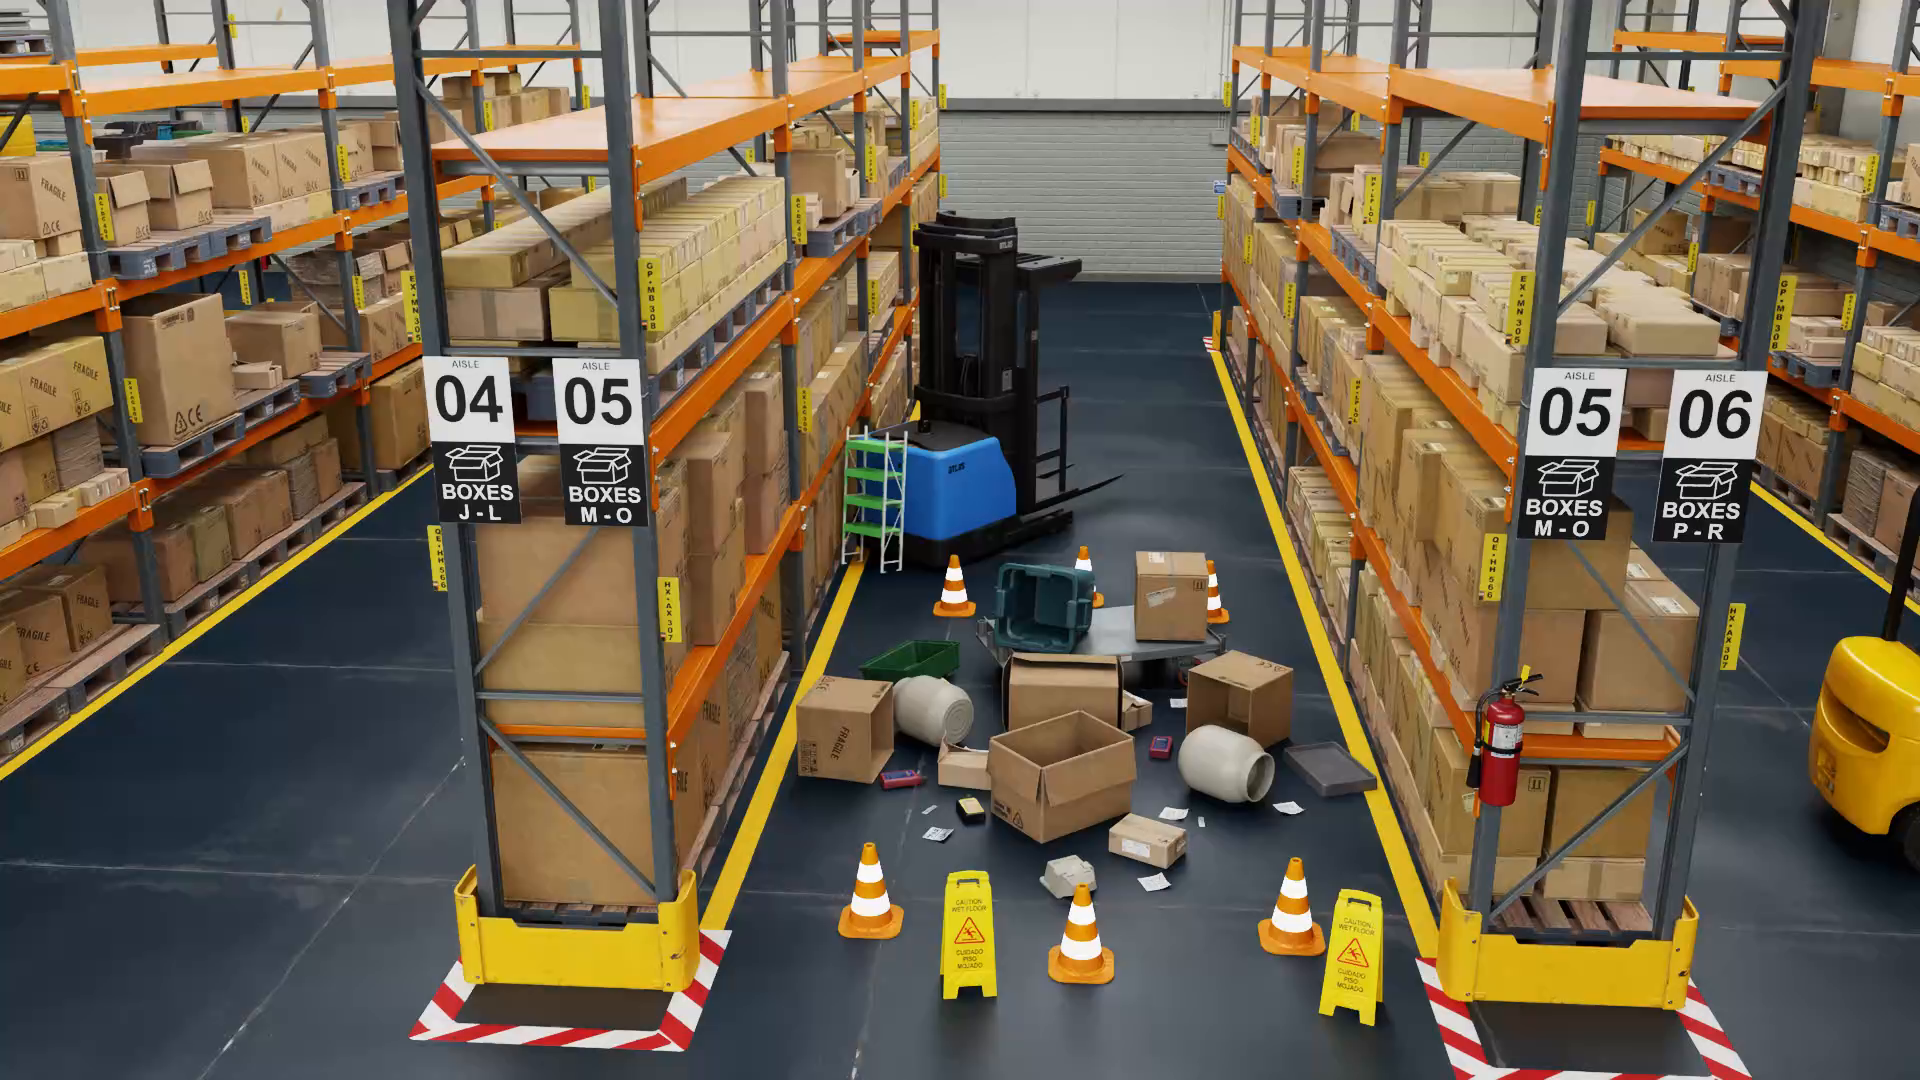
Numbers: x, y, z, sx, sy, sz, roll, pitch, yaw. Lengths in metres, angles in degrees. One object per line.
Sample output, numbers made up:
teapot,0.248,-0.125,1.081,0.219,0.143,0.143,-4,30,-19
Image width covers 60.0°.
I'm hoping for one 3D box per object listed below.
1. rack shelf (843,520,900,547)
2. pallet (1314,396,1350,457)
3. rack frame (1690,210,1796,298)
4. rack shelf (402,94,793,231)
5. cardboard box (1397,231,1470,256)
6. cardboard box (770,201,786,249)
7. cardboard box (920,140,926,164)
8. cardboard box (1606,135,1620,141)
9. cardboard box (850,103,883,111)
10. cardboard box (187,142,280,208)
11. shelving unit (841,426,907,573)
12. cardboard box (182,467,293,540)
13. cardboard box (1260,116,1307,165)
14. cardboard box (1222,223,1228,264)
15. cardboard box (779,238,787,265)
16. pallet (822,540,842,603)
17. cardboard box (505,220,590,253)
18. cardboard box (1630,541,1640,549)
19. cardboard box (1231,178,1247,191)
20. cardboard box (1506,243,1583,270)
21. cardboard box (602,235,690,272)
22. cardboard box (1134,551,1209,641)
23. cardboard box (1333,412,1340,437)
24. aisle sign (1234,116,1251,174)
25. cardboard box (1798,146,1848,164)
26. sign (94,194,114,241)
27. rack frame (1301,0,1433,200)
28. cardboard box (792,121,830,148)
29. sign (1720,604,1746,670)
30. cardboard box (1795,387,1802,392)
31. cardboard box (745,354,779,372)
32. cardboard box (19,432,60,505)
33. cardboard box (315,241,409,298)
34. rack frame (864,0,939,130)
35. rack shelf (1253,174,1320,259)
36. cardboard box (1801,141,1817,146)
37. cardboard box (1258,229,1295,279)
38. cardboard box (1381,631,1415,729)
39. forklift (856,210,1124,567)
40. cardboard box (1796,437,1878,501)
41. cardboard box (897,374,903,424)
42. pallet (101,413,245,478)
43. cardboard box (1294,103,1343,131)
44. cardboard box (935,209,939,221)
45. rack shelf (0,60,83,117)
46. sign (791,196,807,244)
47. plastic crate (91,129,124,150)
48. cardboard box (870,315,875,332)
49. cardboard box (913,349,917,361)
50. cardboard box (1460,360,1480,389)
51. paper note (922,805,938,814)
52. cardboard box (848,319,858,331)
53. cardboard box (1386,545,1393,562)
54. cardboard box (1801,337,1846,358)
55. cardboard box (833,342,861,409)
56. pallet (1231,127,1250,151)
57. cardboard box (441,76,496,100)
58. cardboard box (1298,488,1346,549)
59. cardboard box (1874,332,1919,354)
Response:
rack shelf,-0.755,-0.057,14.350,0.480,0.148,0.258,11,12,42
pallet,3.484,-0.931,13.583,1.003,0.211,1.213,1,18,4
rack frame,8.823,-2.771,18.889,1.000,3.000,0.127,1,18,4
rack shelf,-1.790,-2.173,9.227,1.077,0.370,4.000,1,18,4
cardboard box,2.933,-1.827,10.314,0.380,0.149,0.250,1,18,2
cardboard box,-1.425,-2.059,10.827,0.500,0.250,0.500,1,18,3
cardboard box,-0.693,-4.769,20.410,0.500,0.250,0.500,2,18,6
cardboard box,8.805,-5.377,21.788,0.500,0.250,0.500,1,18,3
cardboard box,-1.177,-5.406,20.911,0.380,0.149,0.250,2,18,6
cardboard box,-6.161,-3.103,14.122,0.500,0.500,0.500,2,18,5
shelving unit,-0.740,-0.357,14.302,0.503,1.200,0.258,11,12,42
cardboard box,-6.388,-0.323,14.727,0.700,0.500,0.500,3,18,9
cardboard box,3.519,-4.286,17.860,0.500,0.500,0.500,1,18,3
cardboard box,3.838,-4.028,22.564,0.500,0.500,0.500,1,18,3
cardboard box,-1.353,-1.908,11.006,0.380,0.149,0.250,1,18,4
pallet,-1.581,0.229,14.212,1.003,0.211,1.213,1,18,4
cardboard box,-2.173,-1.592,8.762,0.380,0.149,0.250,1,18,4
cardboard box,3.391,0.198,9.192,0.500,0.500,0.500,1,18,3
cardboard box,3.776,-4.688,21.933,0.380,0.149,0.250,2,18,6
cardboard box,3.434,-1.654,9.785,0.380,0.149,0.250,1,18,3
cardboard box,-1.555,-1.418,8.232,0.380,0.149,0.250,1,18,3
cardboard box,1.521,0.402,12.005,0.500,0.500,0.500,1,18,4
cardboard box,3.094,-0.884,12.858,0.380,0.149,0.250,1,18,4
aisle sign,3.874,-5.387,22.698,0.394,0.787,0.004,1,18,4
cardboard box,8.359,-3.730,16.121,0.380,0.149,0.250,1,18,4
sign,-6.044,-2.278,11.738,0.100,0.325,0.005,1,18,4
rack frame,3.585,-4.489,14.498,1.000,3.000,0.127,1,18,4
cardboard box,-1.518,-4.085,16.693,0.396,0.266,0.258,1,18,4
sign,3.553,0.447,7.678,0.100,0.325,0.005,1,18,4
cardboard box,9.034,-1.567,17.513,0.380,0.149,0.250,2,18,5
cardboard box,-1.707,-0.946,11.343,0.875,0.550,0.550,1,18,4
cardboard box,-6.751,-0.513,11.360,0.875,0.500,0.500,1,18,4
cardboard box,-6.181,-2.813,17.245,0.797,0.503,0.637,2,18,5
rack frame,-0.786,-7.053,22.322,1.000,3.000,0.127,1,18,4
rack shelf,3.728,-3.343,16.973,1.077,0.370,4.000,1,18,4
cardboard box,8.312,-3.903,16.617,0.380,0.149,0.250,1,18,4
cardboard box,3.545,-3.114,18.171,0.500,0.500,0.500,1,18,4
cardboard box,2.921,0.860,10.346,0.500,0.500,0.500,2,18,7
forklift,0.403,-1.543,15.252,1.130,2.935,3.031,15,23,38
cardboard box,8.352,-0.676,15.837,0.500,0.500,0.500,2,18,6
cardboard box,-0.912,-1.576,18.584,0.500,0.500,0.500,1,18,3
pallet,-6.386,-0.760,13.060,1.003,0.211,1.213,1,18,4
cardboard box,4.123,-4.778,19.203,0.500,0.500,0.500,2,18,5
cardboard box,-0.562,-4.245,22.751,0.500,0.500,0.500,2,18,5
rack shelf,-6.730,-2.503,9.598,1.077,0.370,4.000,1,18,4
sign,-1.093,-2.172,11.286,0.100,0.325,0.005,1,18,4
plastic crate,-11.133,-5.142,21.499,0.437,0.282,0.530,1,18,4
cardboard box,-1.070,-2.183,16.823,0.380,0.149,0.250,2,18,6
cardboard box,-0.752,-2.377,21.113,0.380,0.149,0.250,2,18,6
cardboard box,2.851,-0.892,8.741,0.380,0.149,0.250,1,18,3
paper note,-0.185,1.652,10.191,0.032,0.001,0.123,12,22,32
cardboard box,-1.125,-2.084,16.045,0.380,0.149,0.250,2,18,6
cardboard box,2.948,0.053,10.674,0.380,0.149,0.250,2,18,6
cardboard box,8.201,-1.821,15.720,0.380,0.149,0.250,2,18,5
cardboard box,-1.161,-1.464,14.740,0.500,0.500,0.500,1,18,4
pallet,4.116,-5.275,21.858,1.003,0.211,1.213,1,18,4
cardboard box,-5.939,-5.470,20.109,0.500,0.250,0.500,0,18,0
cardboard box,3.490,-0.184,14.541,0.950,0.372,0.625,1,18,3
cardboard box,8.202,-1.709,14.446,0.380,0.149,0.250,2,18,5
